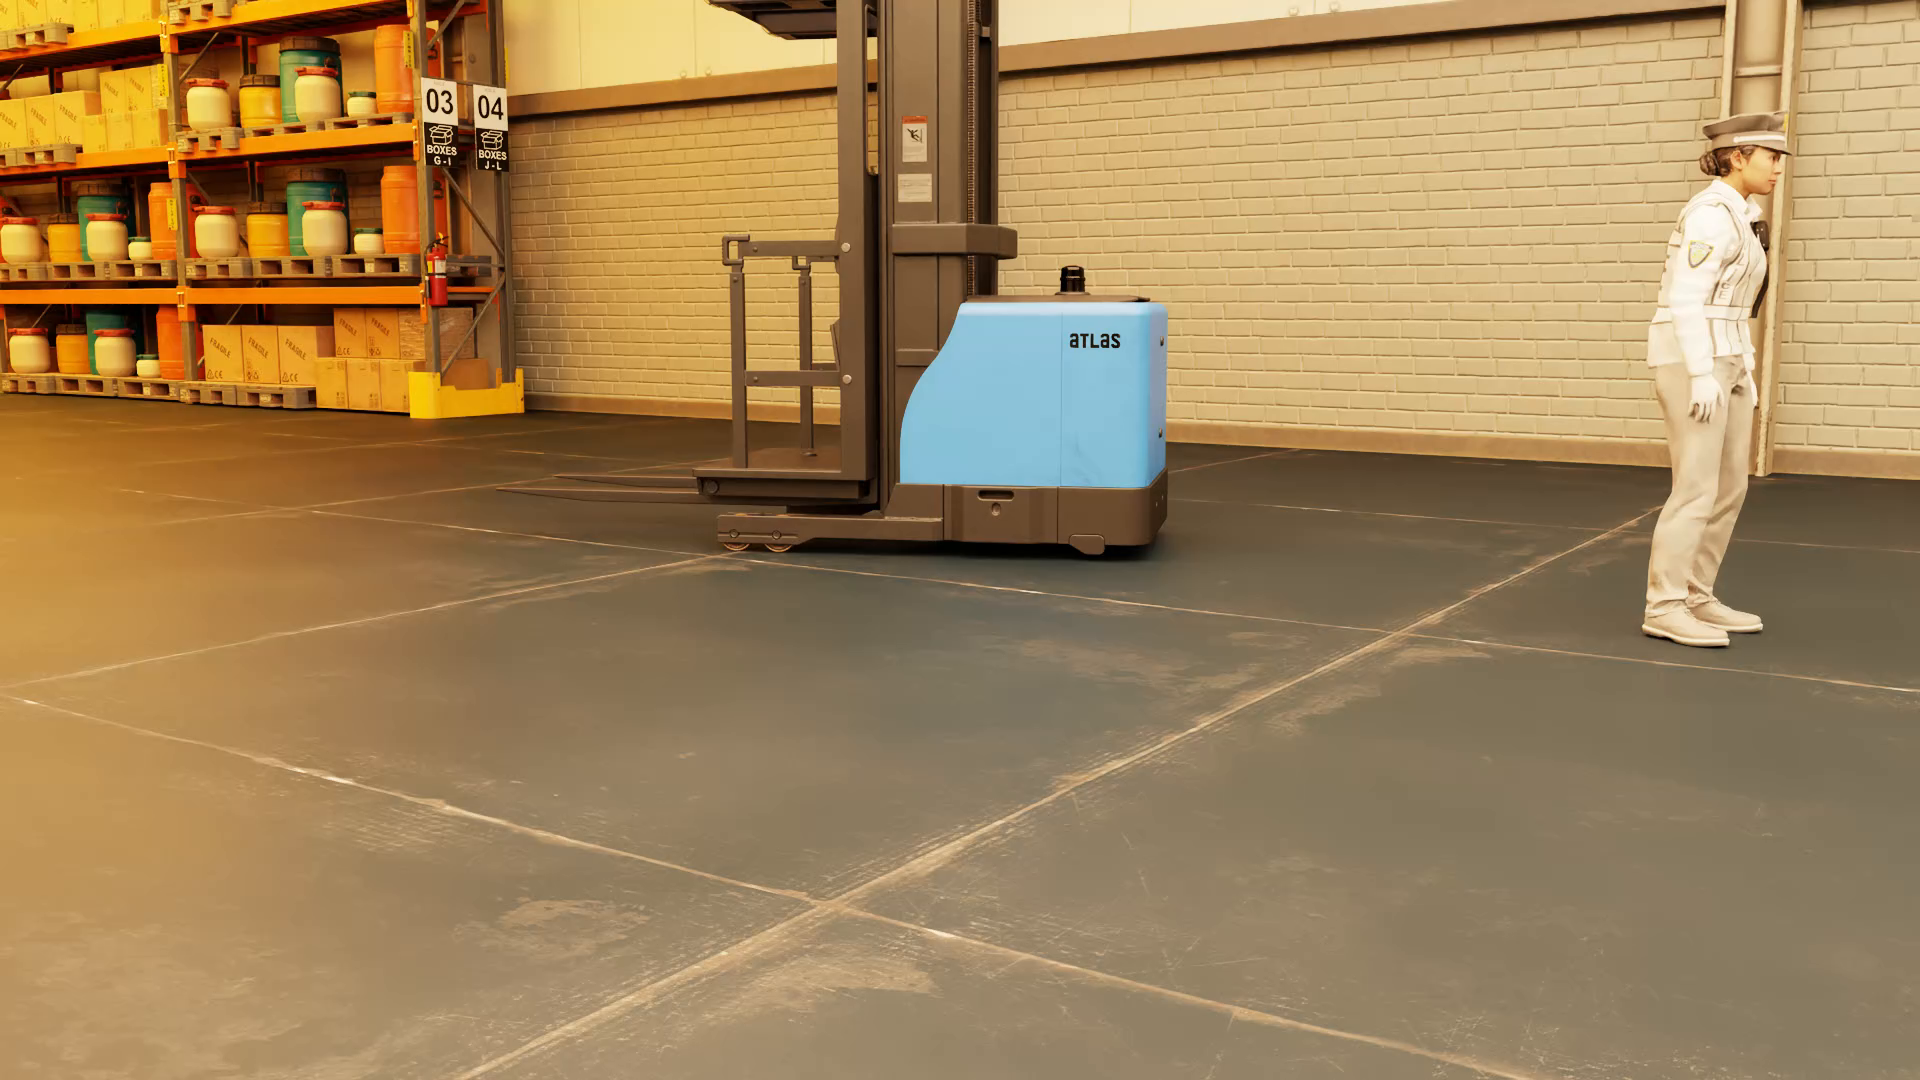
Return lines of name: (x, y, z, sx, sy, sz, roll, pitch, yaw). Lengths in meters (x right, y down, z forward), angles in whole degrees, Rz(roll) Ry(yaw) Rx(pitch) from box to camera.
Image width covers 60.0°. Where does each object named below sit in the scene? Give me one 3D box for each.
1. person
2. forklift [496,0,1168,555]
person: (2.431, -0.522, 5.368, 0.372, 1.665, 0.543, 7, 11, 41)
forklift: (-0.596, -1.469, 7.520, 3.031, 2.935, 1.130, 2, 8, 12)
